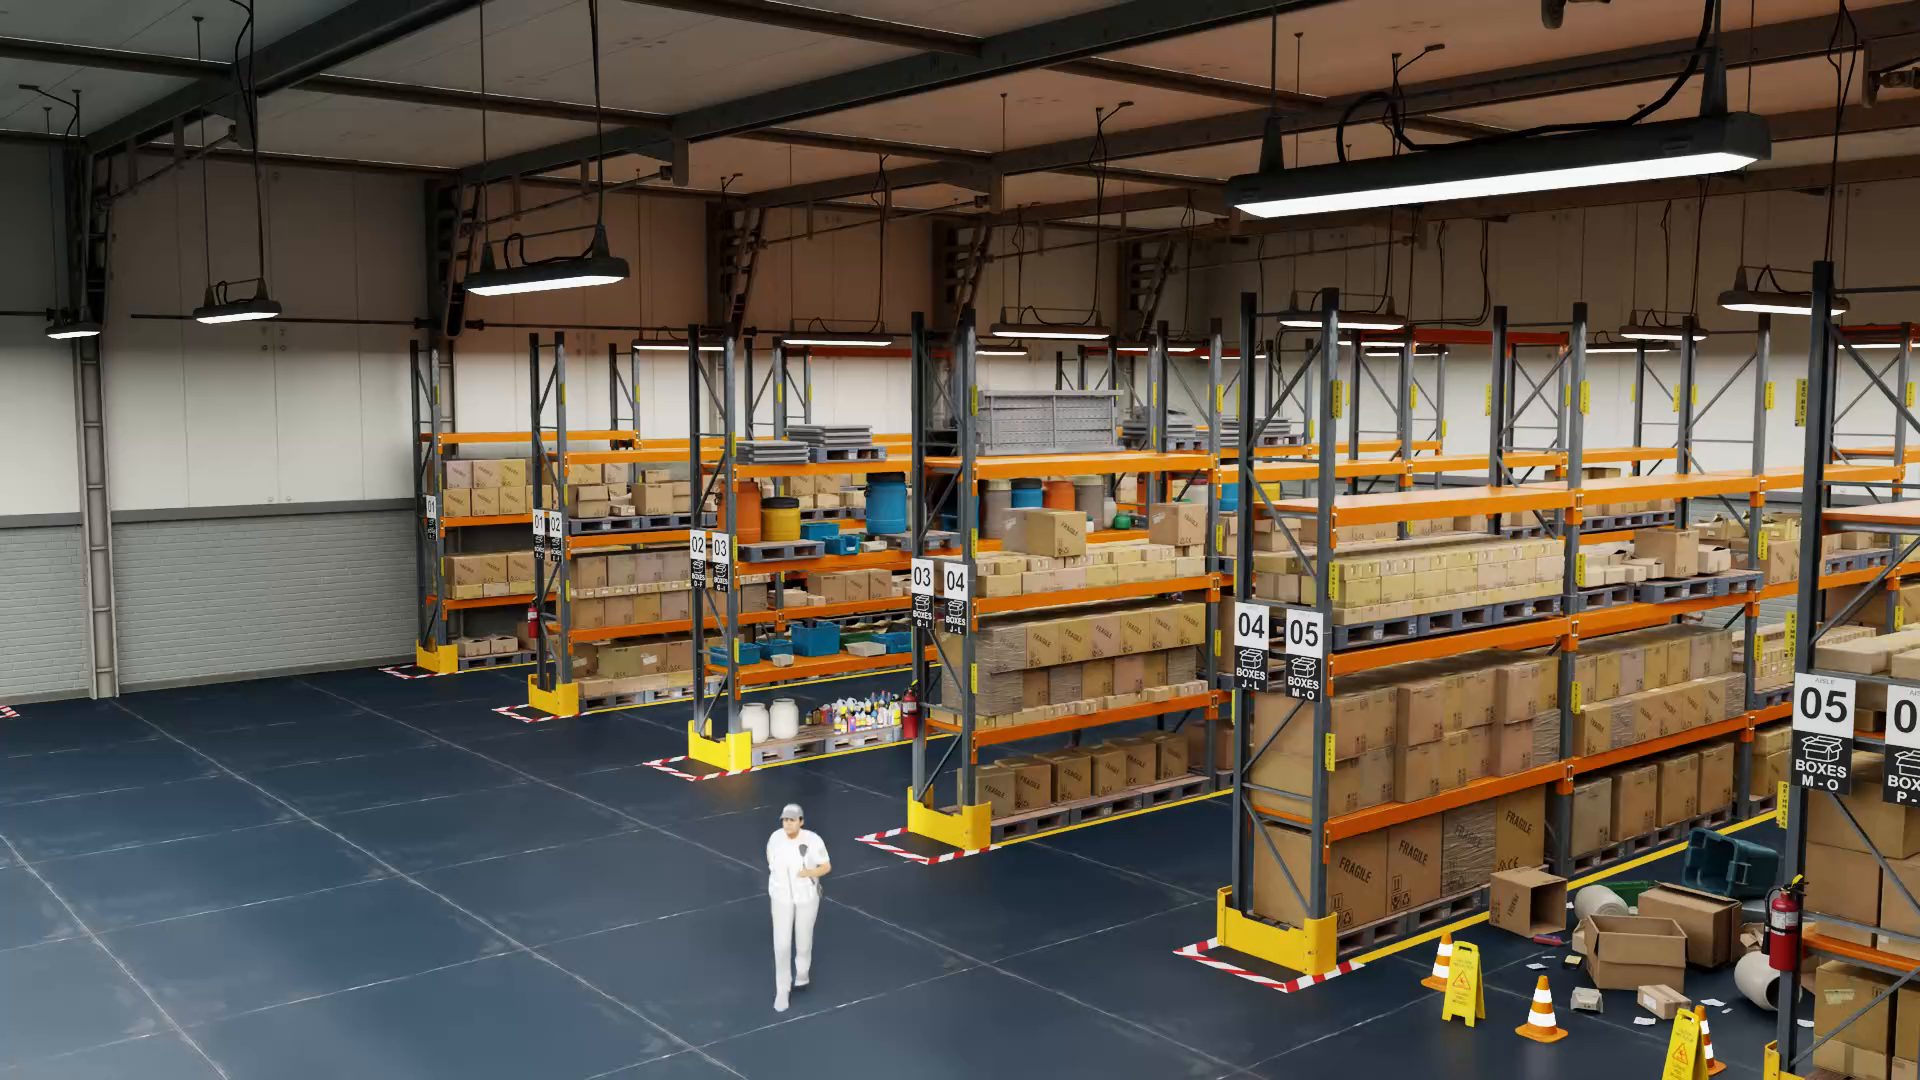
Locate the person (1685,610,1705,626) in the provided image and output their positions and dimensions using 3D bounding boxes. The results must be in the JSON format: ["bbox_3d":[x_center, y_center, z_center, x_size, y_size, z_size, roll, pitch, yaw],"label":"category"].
[{"bbox_3d":[13.180,1.565,29.983,0.579,1.727,0.749,-3,6,-26],"label":"person"}]

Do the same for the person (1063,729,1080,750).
[{"bbox_3d":[1.532,2.025,22.392,0.574,1.603,0.561,5,7,41],"label":"person"}]

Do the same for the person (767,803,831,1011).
[{"bbox_3d":[-1.365,3.062,14.027,0.574,1.737,0.754,0,5,1],"label":"person"}]
